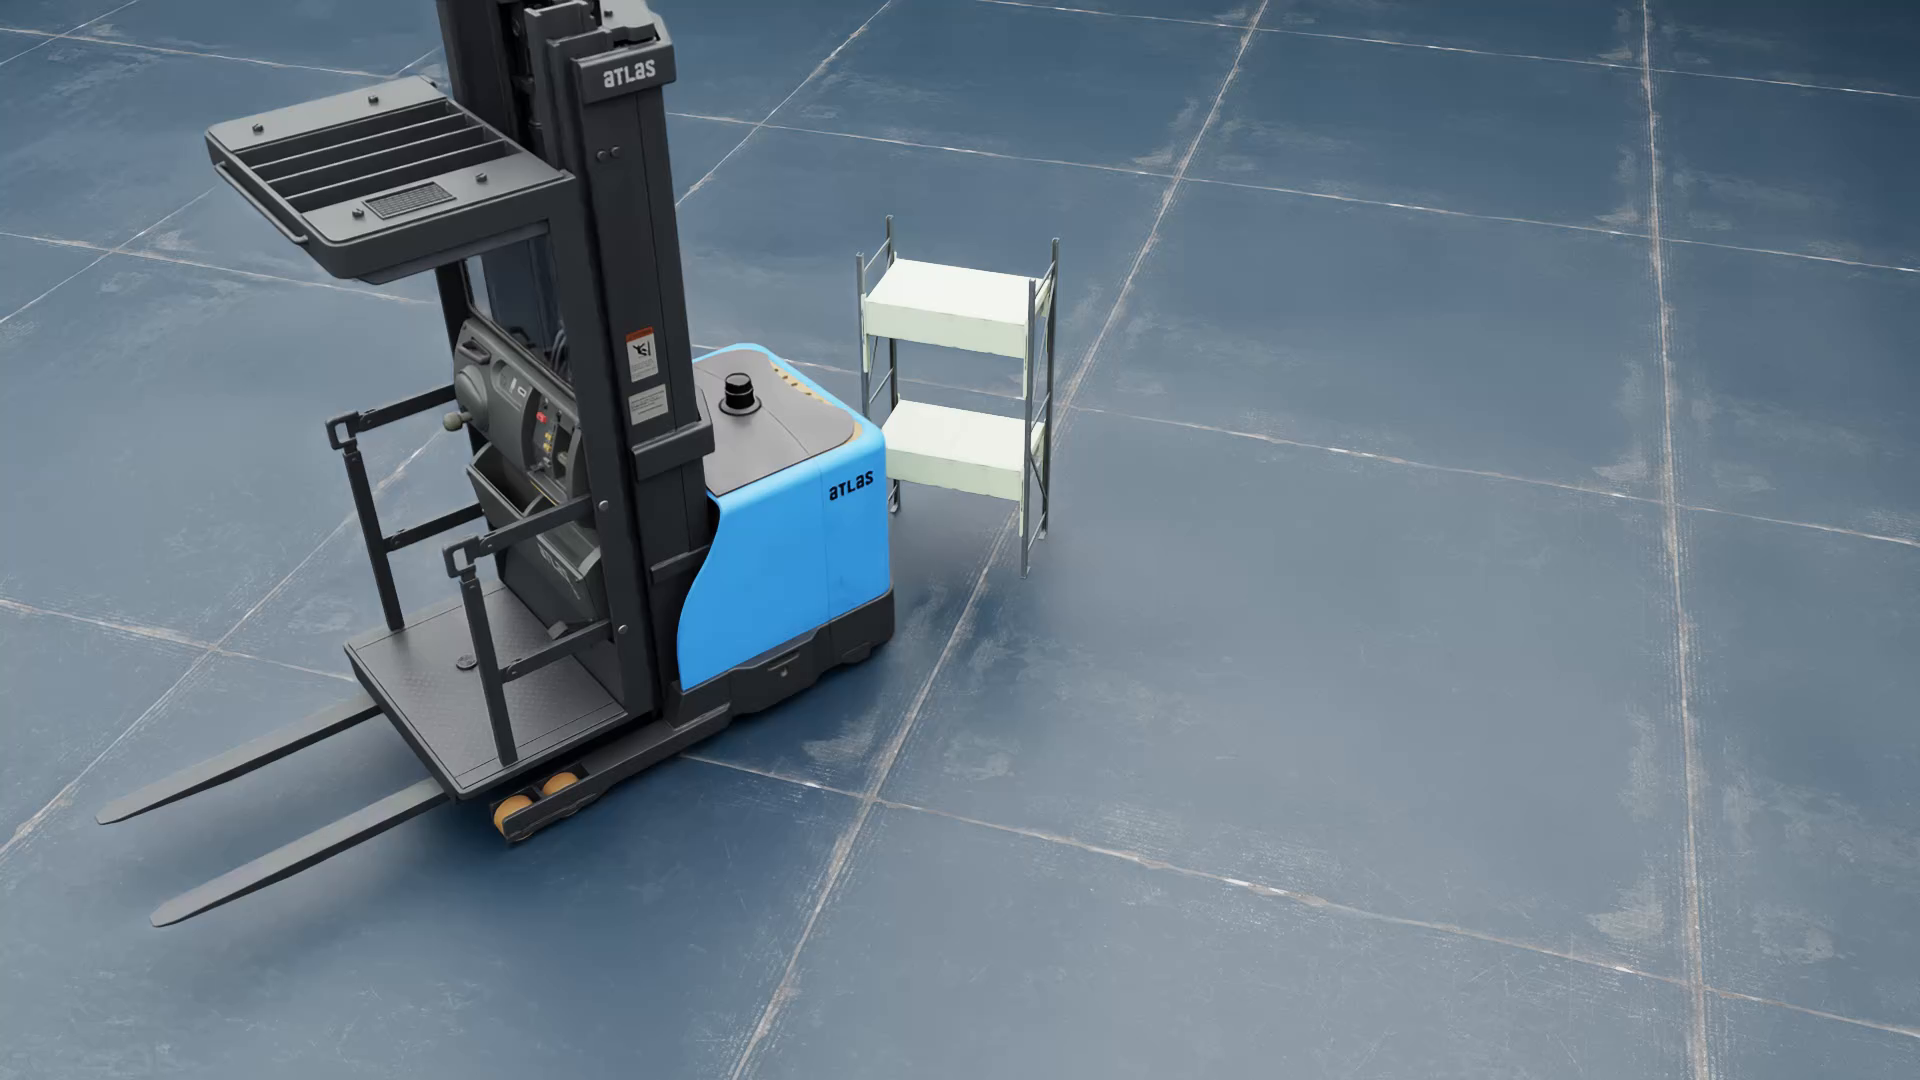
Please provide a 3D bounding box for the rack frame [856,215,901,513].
[{"bbox_3d":[-0.356,-0.670,7.395,0.023,1.500,0.400,10,38,14],"label":"rack frame"}]

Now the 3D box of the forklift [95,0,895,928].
[{"bbox_3d":[-1.744,-0.412,5.838,3.031,2.935,1.130,-25,43,-30],"label":"forklift"}]

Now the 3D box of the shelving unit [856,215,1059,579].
[{"bbox_3d":[-0.006,-0.605,7.307,0.755,1.500,0.431,10,38,14],"label":"shelving unit"}]

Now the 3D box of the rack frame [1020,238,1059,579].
[{"bbox_3d":[0.343,-0.541,7.219,0.023,1.500,0.400,10,38,14],"label":"rack frame"}]

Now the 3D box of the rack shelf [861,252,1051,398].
[{"bbox_3d":[-0.006,-0.919,7.076,0.720,0.370,0.431,10,38,14],"label":"rack shelf"}]

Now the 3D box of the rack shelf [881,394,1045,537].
[{"bbox_3d":[-0.006,-0.343,7.500,0.720,0.370,0.431,10,38,14],"label":"rack shelf"}]
